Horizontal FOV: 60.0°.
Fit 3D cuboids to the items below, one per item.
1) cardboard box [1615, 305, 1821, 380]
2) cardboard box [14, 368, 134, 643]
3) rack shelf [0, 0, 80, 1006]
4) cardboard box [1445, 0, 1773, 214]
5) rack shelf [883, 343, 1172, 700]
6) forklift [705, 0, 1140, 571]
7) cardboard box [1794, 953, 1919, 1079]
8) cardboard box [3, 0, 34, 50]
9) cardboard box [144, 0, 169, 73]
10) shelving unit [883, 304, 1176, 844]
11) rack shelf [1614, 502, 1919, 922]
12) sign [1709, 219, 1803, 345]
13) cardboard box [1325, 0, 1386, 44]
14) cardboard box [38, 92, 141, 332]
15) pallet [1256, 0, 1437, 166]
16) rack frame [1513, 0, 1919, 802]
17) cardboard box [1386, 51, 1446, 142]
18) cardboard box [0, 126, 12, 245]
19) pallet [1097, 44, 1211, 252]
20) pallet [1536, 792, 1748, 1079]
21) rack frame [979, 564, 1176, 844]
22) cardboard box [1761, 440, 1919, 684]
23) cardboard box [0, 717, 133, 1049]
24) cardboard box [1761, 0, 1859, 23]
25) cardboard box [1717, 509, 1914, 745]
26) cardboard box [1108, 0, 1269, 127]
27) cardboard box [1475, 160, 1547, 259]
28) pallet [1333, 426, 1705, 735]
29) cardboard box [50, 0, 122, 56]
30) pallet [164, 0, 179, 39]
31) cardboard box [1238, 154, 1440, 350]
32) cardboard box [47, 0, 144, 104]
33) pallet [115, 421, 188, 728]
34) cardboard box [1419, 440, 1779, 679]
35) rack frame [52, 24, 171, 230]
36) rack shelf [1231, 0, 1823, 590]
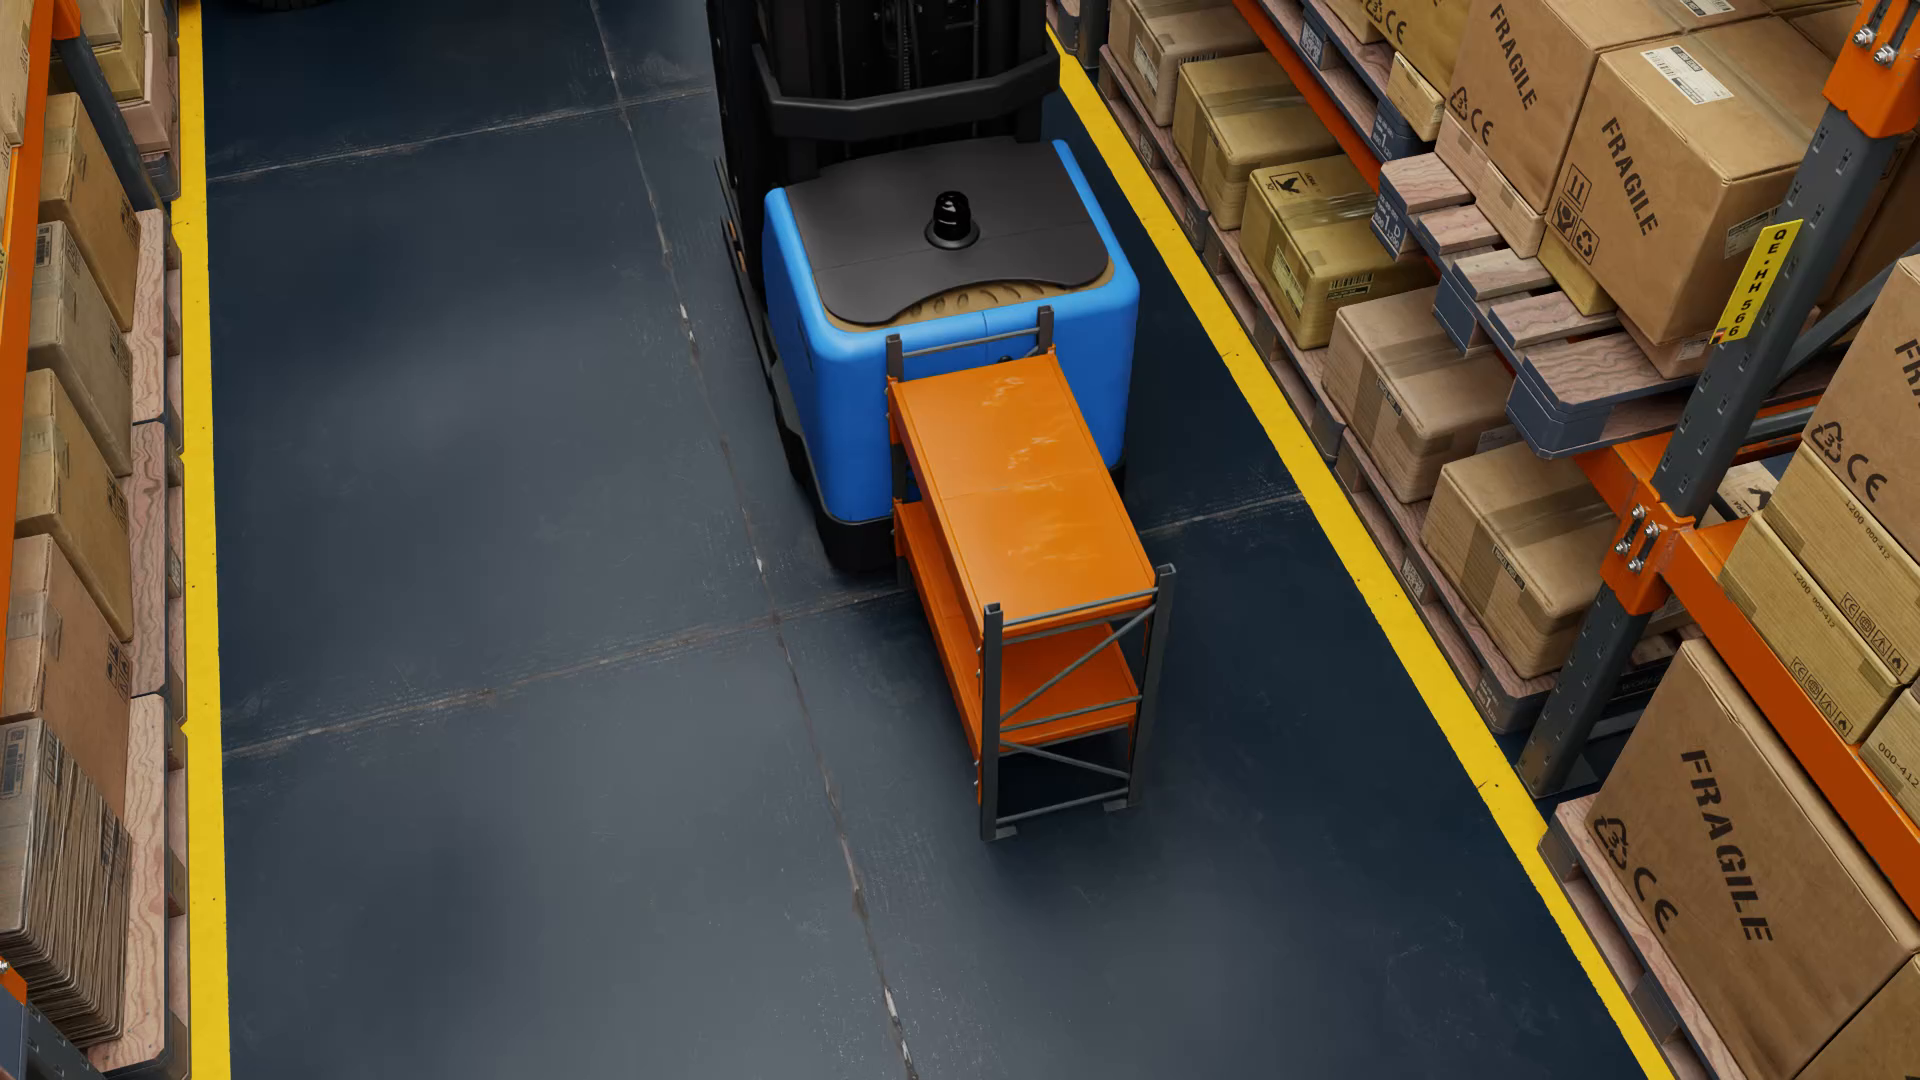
[{"bbox_3d":[1.889,-0.568,4.156,0.380,0.149,0.250,-12,51,-10],"label":"cardboard box"},{"bbox_3d":[-3.101,0.002,5.065,0.875,0.625,0.625,-15,52,-12],"label":"cardboard box"},{"bbox_3d":[-3.121,-0.431,4.622,1.077,0.370,4.000,-13,51,-11],"label":"rack shelf"},{"bbox_3d":[1.648,-1.235,4.294,0.500,0.500,0.500,-14,51,-12],"label":"cardboard box"},{"bbox_3d":[0.167,-0.079,4.698,0.538,0.278,1.000,-12,51,-10],"label":"rack shelf"},{"bbox_3d":[-0.325,-1.997,5.517,1.130,2.935,3.031,-12,51,-10],"label":"forklift"},{"bbox_3d":[2.596,1.398,3.725,0.875,0.875,0.875,-13,51,-11],"label":"cardboard box"},{"bbox_3d":[-3.314,-1.766,5.375,0.500,0.250,0.500,-12,51,-10],"label":"cardboard box"},{"bbox_3d":[-3.704,-2.168,7.140,0.500,0.250,0.500,-14,51,-12],"label":"cardboard box"},{"bbox_3d":[0.167,0.110,4.921,0.538,1.125,1.048,-12,51,-10],"label":"shelving unit"},{"bbox_3d":[2.802,1.366,3.107,1.077,0.370,4.000,-13,51,-11],"label":"rack shelf"},{"bbox_3d":[1.695,-0.545,3.542,0.100,0.325,0.005,-13,51,-11],"label":"sign"},{"bbox_3d":[1.355,-1.681,5.095,0.380,0.149,0.250,-15,51,-12],"label":"cardboard box"},{"bbox_3d":[-3.548,-1.115,6.007,0.875,0.625,0.625,-11,51,-9],"label":"cardboard box"},{"bbox_3d":[1.586,-1.702,5.348,1.003,0.211,1.213,-13,51,-11],"label":"pallet"},{"bbox_3d":[2.211,-0.327,4.064,1.000,3.000,0.127,-13,51,-11],"label":"rack frame"},{"bbox_3d":[1.462,-1.305,4.777,0.380,0.149,0.250,-13,51,-10],"label":"cardboard box"},{"bbox_3d":[-3.042,-1.031,4.755,0.500,0.250,0.500,-13,51,-11],"label":"cardboard box"},{"bbox_3d":[1.260,-1.781,7.114,1.003,0.211,1.213,-13,51,-11],"label":"pallet"},{"bbox_3d":[2.372,1.165,4.630,1.003,0.211,1.213,-13,51,-11],"label":"pallet"},{"bbox_3d":[0.304,0.484,4.606,0.500,1.125,0.032,-12,51,-10],"label":"rack frame"},{"bbox_3d":[2.125,-0.014,3.571,0.500,0.250,0.500,-14,51,-11],"label":"cardboard box"},{"bbox_3d":[-2.701,0.969,4.249,0.875,0.625,0.625,-12,51,-10],"label":"cardboard box"},{"bbox_3d":[2.138,-1.351,4.392,0.500,0.500,0.500,-11,51,-9],"label":"cardboard box"},{"bbox_3d":[2.115,0.136,3.772,0.500,0.250,0.500,-14,51,-12],"label":"cardboard box"},{"bbox_3d":[1.186,-2.154,7.048,0.950,0.372,0.625,-13,51,-11],"label":"cardboard box"},{"bbox_3d":[1.624,-0.921,4.454,0.380,0.149,0.250,-14,51,-11],"label":"cardboard box"},{"bbox_3d":[1.981,0.001,5.611,1.003,0.211,1.213,-13,51,-11],"label":"pallet"},{"bbox_3d":[-3.556,-2.119,6.444,0.500,0.250,0.500,-14,51,-12],"label":"cardboard box"},{"bbox_3d":[-4.272,-2.708,7.895,1.003,0.211,1.213,-13,51,-11],"label":"pallet"},{"bbox_3d":[1.609,-1.123,6.179,0.950,0.372,0.625,-12,51,-10],"label":"cardboard box"},{"bbox_3d":[-3.561,-1.957,6.635,0.500,0.250,0.500,-14,51,-11],"label":"cardboard box"},{"bbox_3d":[-3.093,0.197,5.446,1.003,0.211,1.213,-13,51,-11],"label":"pallet"},{"bbox_3d":[2.053,-0.030,5.258,0.950,0.372,0.625,-16,52,-13],"label":"cardboard box"},{"bbox_3d":[-3.713,-2.124,5.578,1.000,3.000,0.127,-13,51,-11],"label":"rack frame"},{"bbox_3d":[1.619,-1.556,5.570,1.077,0.370,4.000,-13,51,-11],"label":"rack shelf"}]
